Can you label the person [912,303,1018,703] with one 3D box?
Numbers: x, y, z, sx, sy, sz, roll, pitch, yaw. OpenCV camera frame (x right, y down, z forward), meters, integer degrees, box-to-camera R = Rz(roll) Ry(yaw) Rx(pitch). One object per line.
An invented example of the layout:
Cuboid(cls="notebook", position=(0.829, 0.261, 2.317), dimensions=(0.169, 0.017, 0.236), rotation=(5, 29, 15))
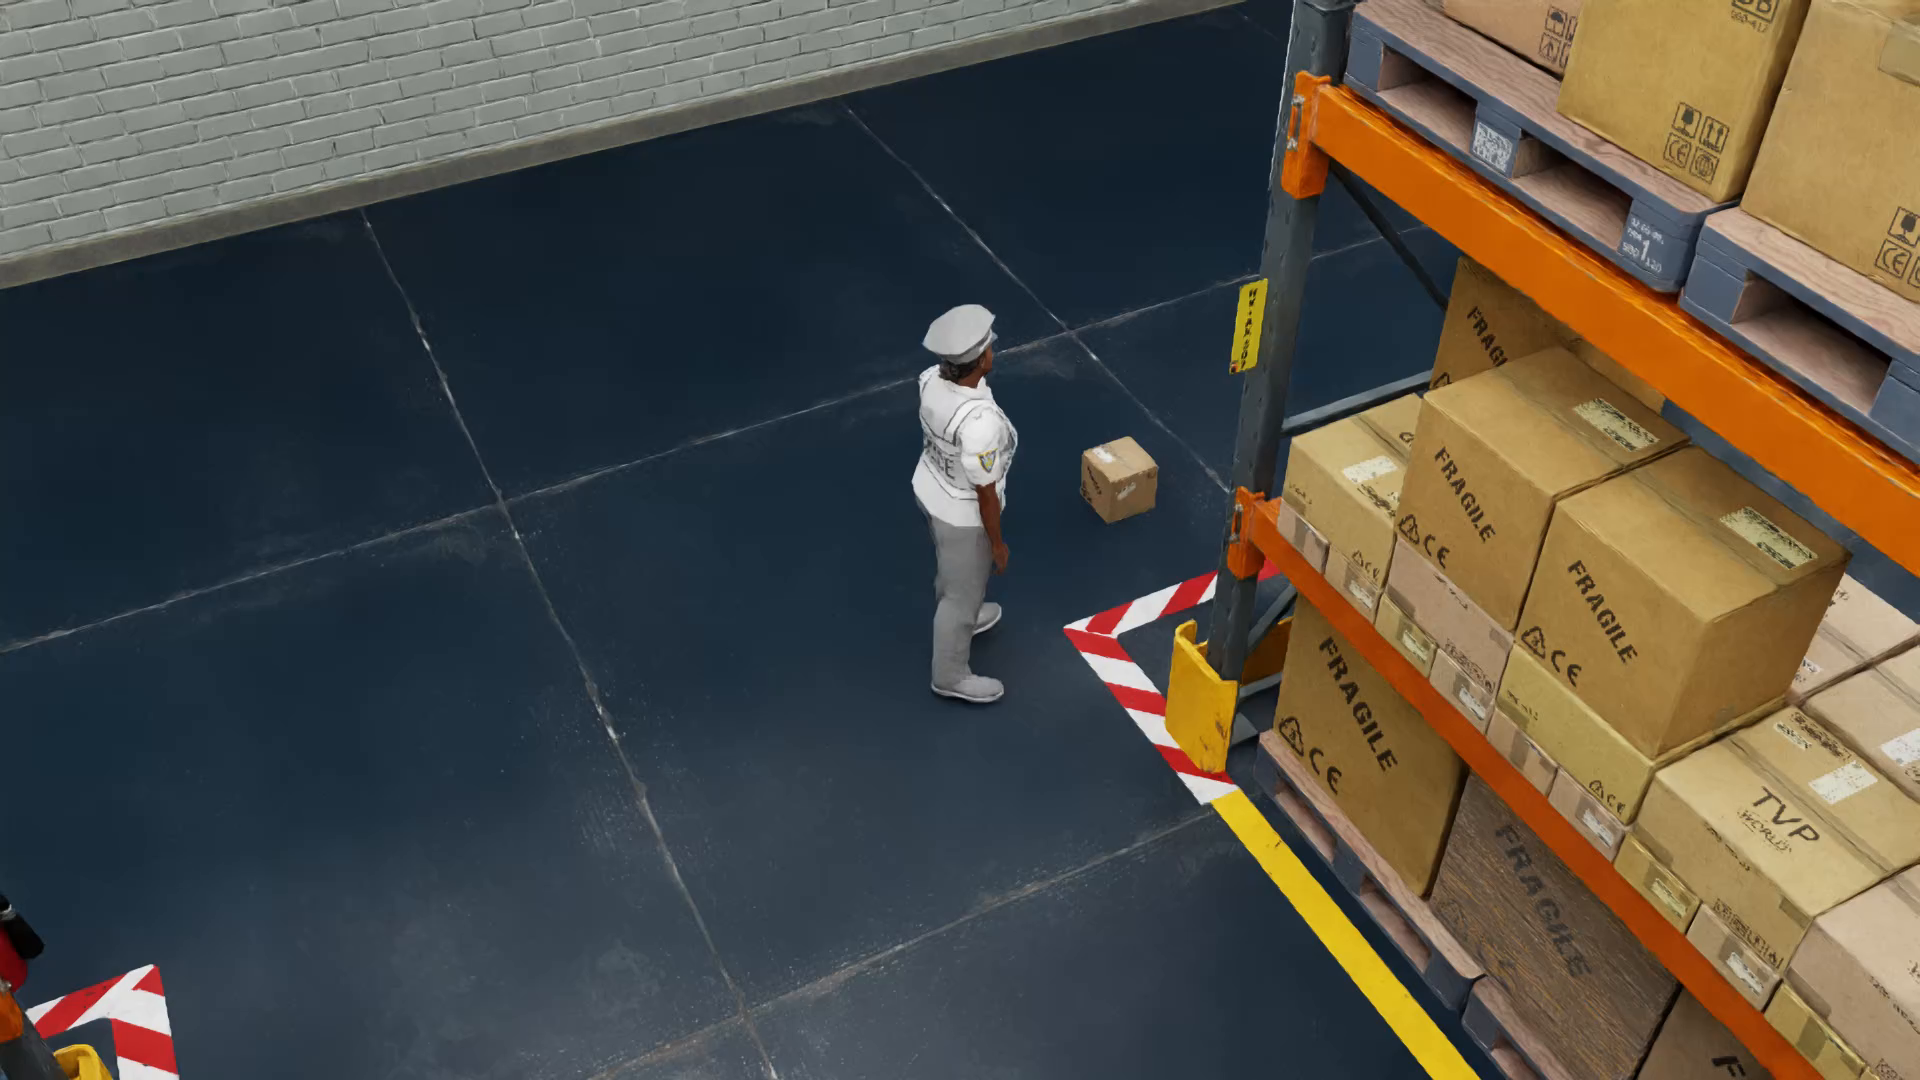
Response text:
Cuboid(cls="person", position=(0.044, -0.137, 6.274), dimensions=(0.441, 1.681, 0.524), rotation=(-17, 44, -18))
